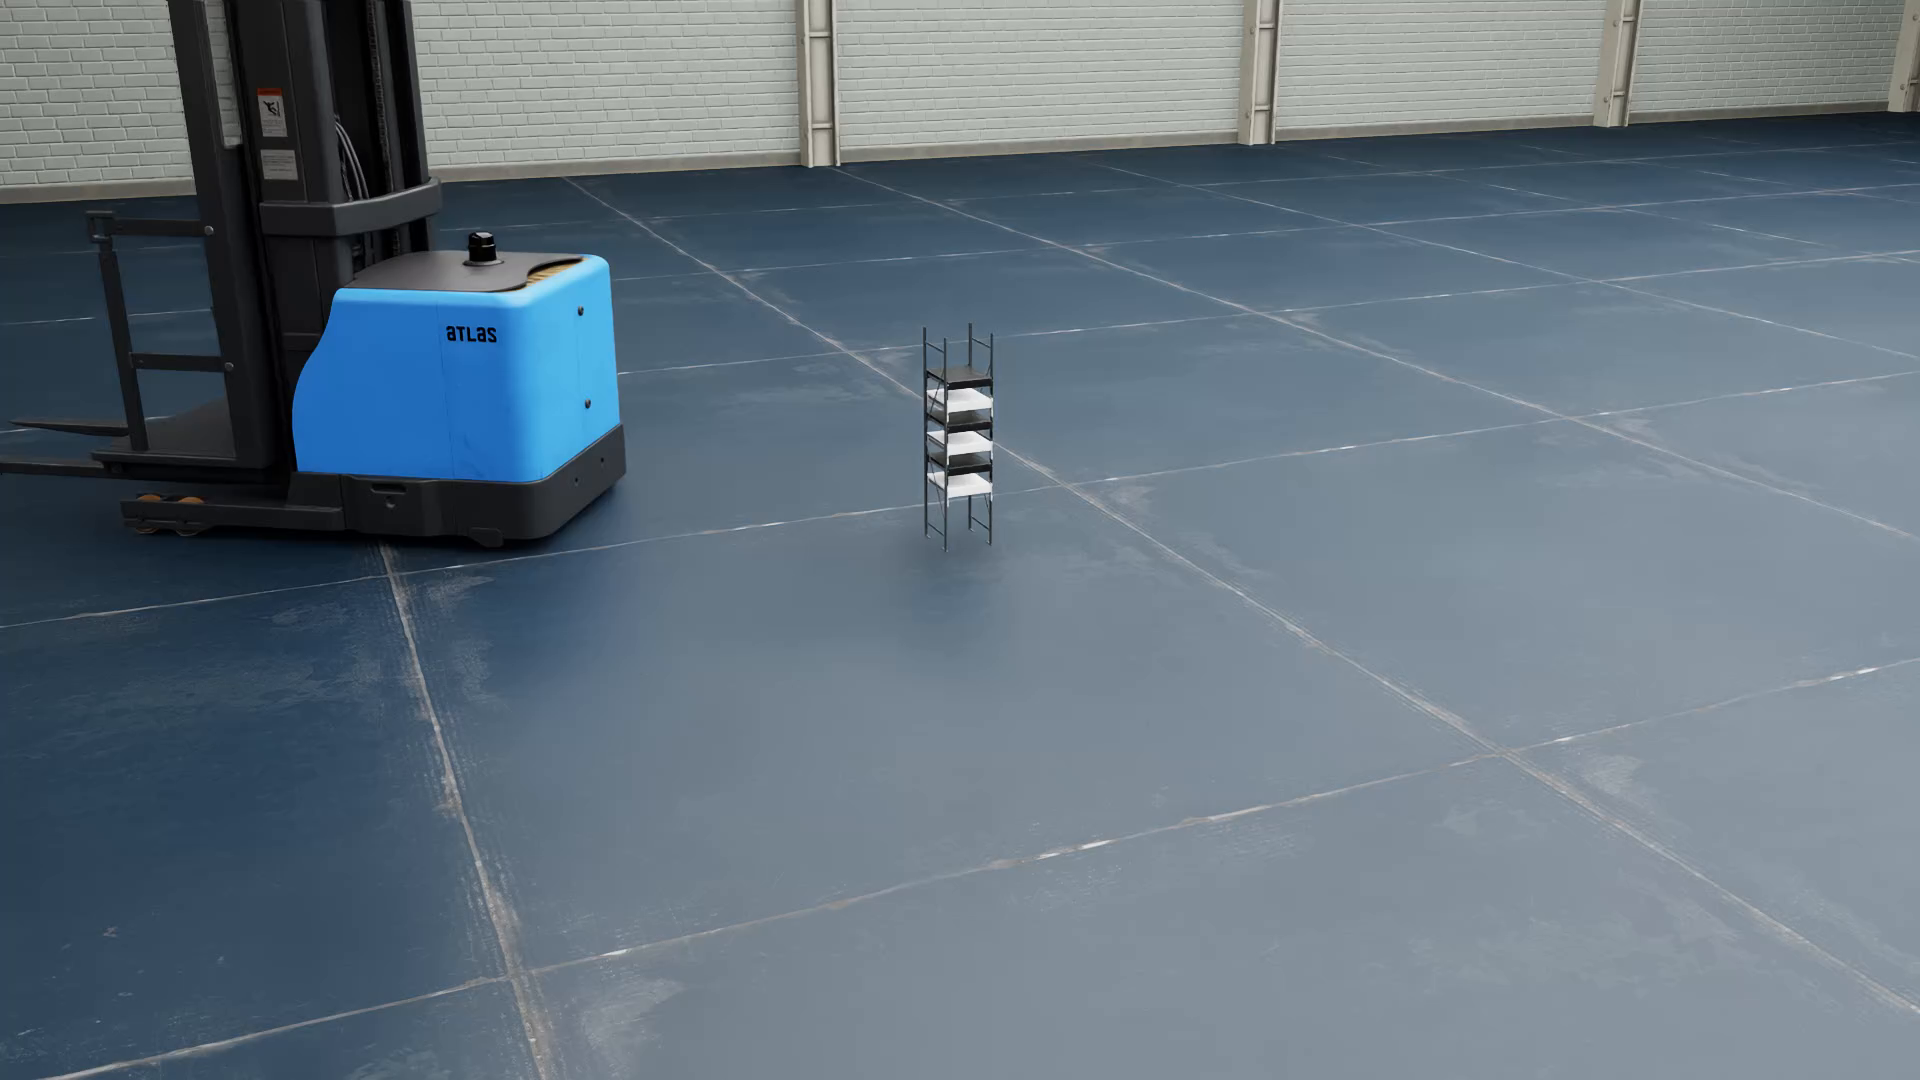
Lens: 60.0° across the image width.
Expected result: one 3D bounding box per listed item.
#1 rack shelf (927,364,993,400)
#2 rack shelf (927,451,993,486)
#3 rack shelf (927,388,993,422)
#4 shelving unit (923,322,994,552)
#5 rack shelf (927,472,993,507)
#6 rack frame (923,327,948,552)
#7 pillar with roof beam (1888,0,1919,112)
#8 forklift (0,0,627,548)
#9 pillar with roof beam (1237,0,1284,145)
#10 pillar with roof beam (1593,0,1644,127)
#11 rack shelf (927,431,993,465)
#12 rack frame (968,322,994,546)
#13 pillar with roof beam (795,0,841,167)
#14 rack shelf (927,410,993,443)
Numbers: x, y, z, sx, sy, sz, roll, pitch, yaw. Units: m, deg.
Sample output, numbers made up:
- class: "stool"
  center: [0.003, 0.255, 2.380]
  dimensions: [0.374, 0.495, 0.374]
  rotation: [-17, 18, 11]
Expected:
- class: "rack shelf"
  center: [-0.007, -0.647, 6.791]
  dimensions: [0.200, 0.077, 0.258]
  rotation: [-8, 21, -22]
- class: "rack shelf"
  center: [-0.007, -0.307, 6.911]
  dimensions: [0.200, 0.077, 0.258]
  rotation: [-8, 21, -22]
- class: "rack shelf"
  center: [-0.007, -0.562, 6.821]
  dimensions: [0.200, 0.077, 0.258]
  rotation: [-8, 21, -22]
- class: "shelving unit"
  center: [-0.007, -0.423, 6.870]
  dimensions: [0.210, 0.900, 0.258]
  rotation: [-8, 21, -22]
- class: "rack shelf"
  center: [-0.007, -0.222, 6.940]
  dimensions: [0.200, 0.077, 0.258]
  rotation: [-8, 21, -22]
- class: "rack frame"
  center: [-0.101, -0.410, 6.832]
  dimensions: [0.006, 0.900, 0.240]
  rotation: [-8, 21, -22]
- class: "pillar with roof beam"
  center: [16.594, -9.704, 21.032]
  dimensions: [0.400, 9.000, 9.100]
  rotation: [-8, 21, -22]
- class: "forklift"
  center: [-3.107, -1.565, 7.054]
  dimensions: [3.031, 2.935, 1.130]
  rotation: [3, 20, 9]
- class: "pillar with roof beam"
  center: [5.575, -8.125, 16.549]
  dimensions: [0.400, 9.000, 9.100]
  rotation: [-8, 21, -22]
- class: "pillar with roof beam"
  center: [11.085, -8.914, 18.790]
  dimensions: [0.400, 9.000, 9.100]
  rotation: [-8, 21, -22]
- class: "rack shelf"
  center: [-0.007, -0.392, 6.881]
  dimensions: [0.200, 0.077, 0.258]
  rotation: [-8, 21, -22]
- class: "rack frame"
  center: [0.086, -0.437, 6.908]
  dimensions: [0.006, 0.900, 0.240]
  rotation: [-8, 21, -22]
- class: "pillar with roof beam"
  center: [0.066, -7.336, 14.307]
  dimensions: [0.400, 9.000, 9.100]
  rotation: [-8, 21, -22]
- class: "rack shelf"
  center: [-0.007, -0.477, 6.851]
  dimensions: [0.200, 0.077, 0.258]
  rotation: [-8, 21, -22]
